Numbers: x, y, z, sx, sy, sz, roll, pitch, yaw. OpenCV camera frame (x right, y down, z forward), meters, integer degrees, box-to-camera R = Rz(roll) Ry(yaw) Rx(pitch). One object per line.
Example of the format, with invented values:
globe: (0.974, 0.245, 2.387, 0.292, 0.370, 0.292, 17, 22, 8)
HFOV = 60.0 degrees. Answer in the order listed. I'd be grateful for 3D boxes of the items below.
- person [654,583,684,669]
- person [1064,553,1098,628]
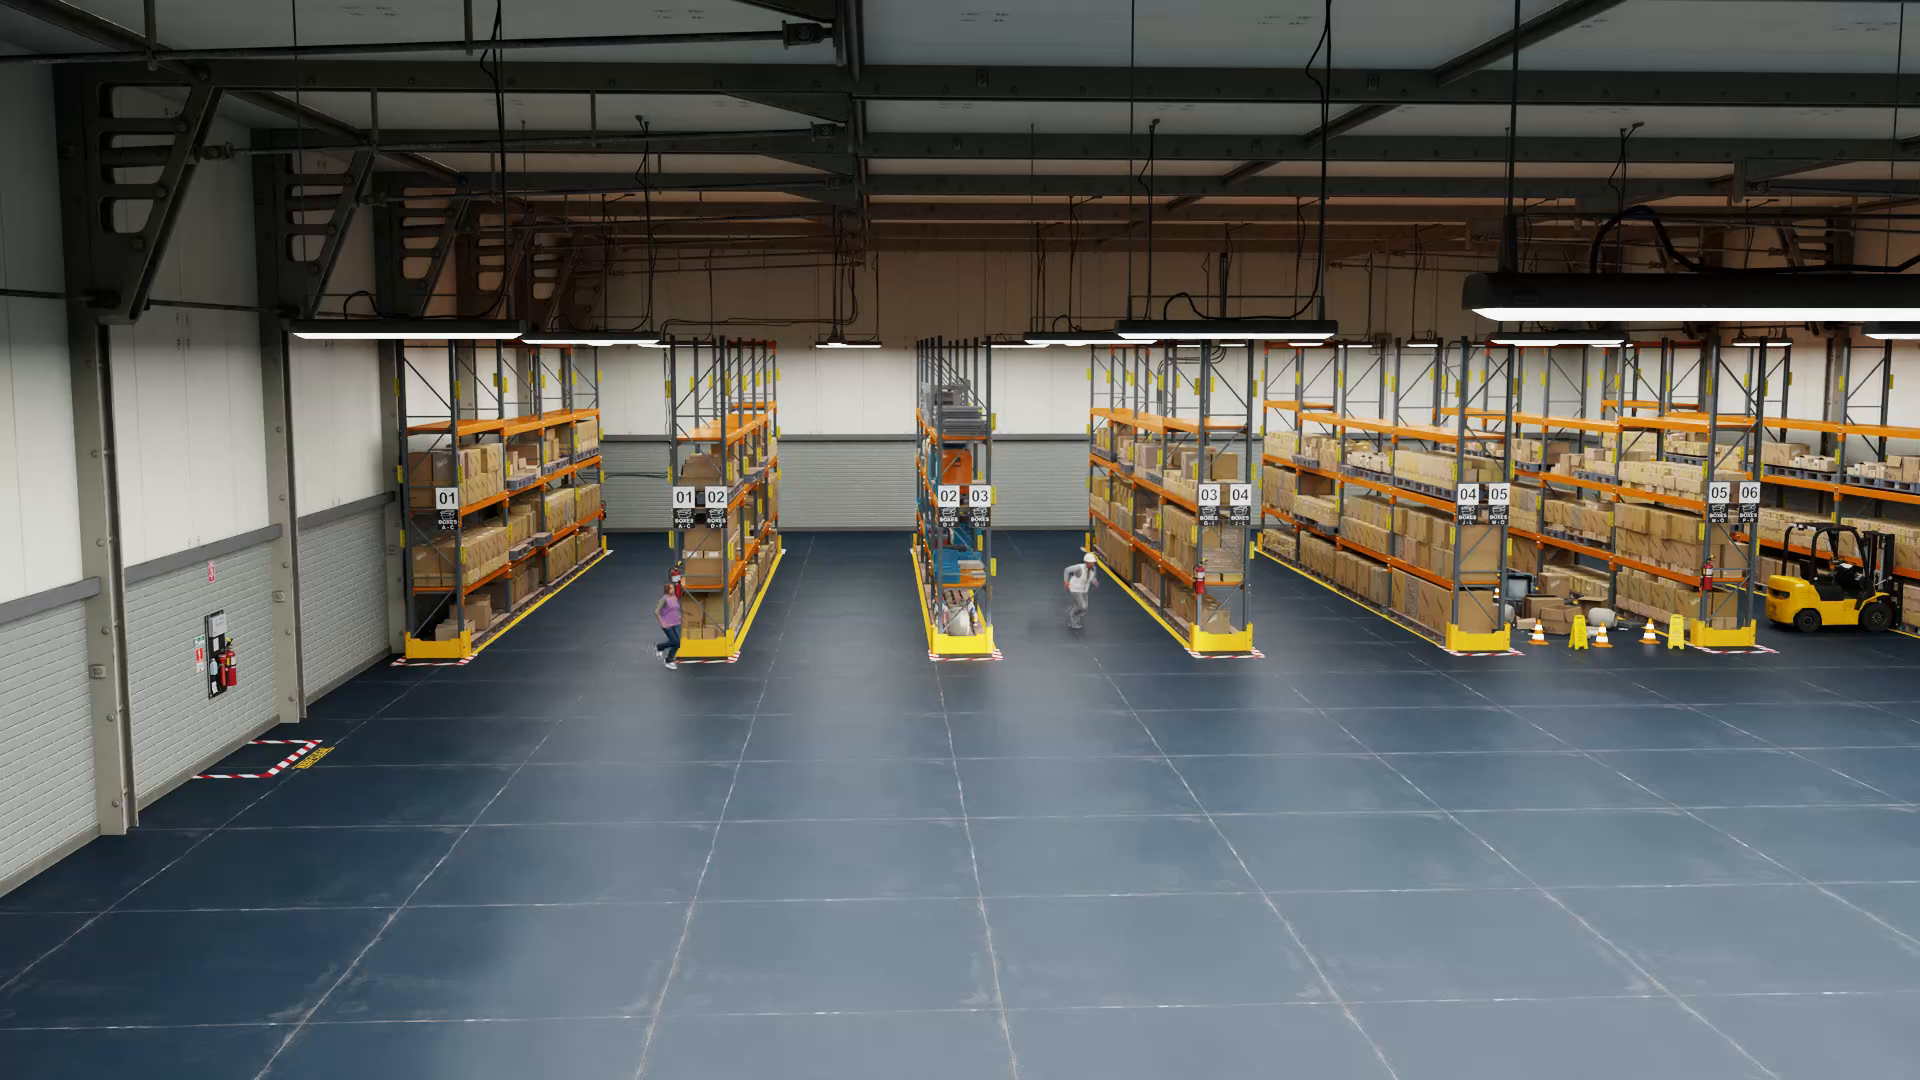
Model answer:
person: (-5.257, 1.549, 30.101, 0.547, 1.562, 0.546, 4, 8, 34)
person: (2.471, 1.051, 34.077, 0.685, 1.603, 0.868, -4, 8, -34)
